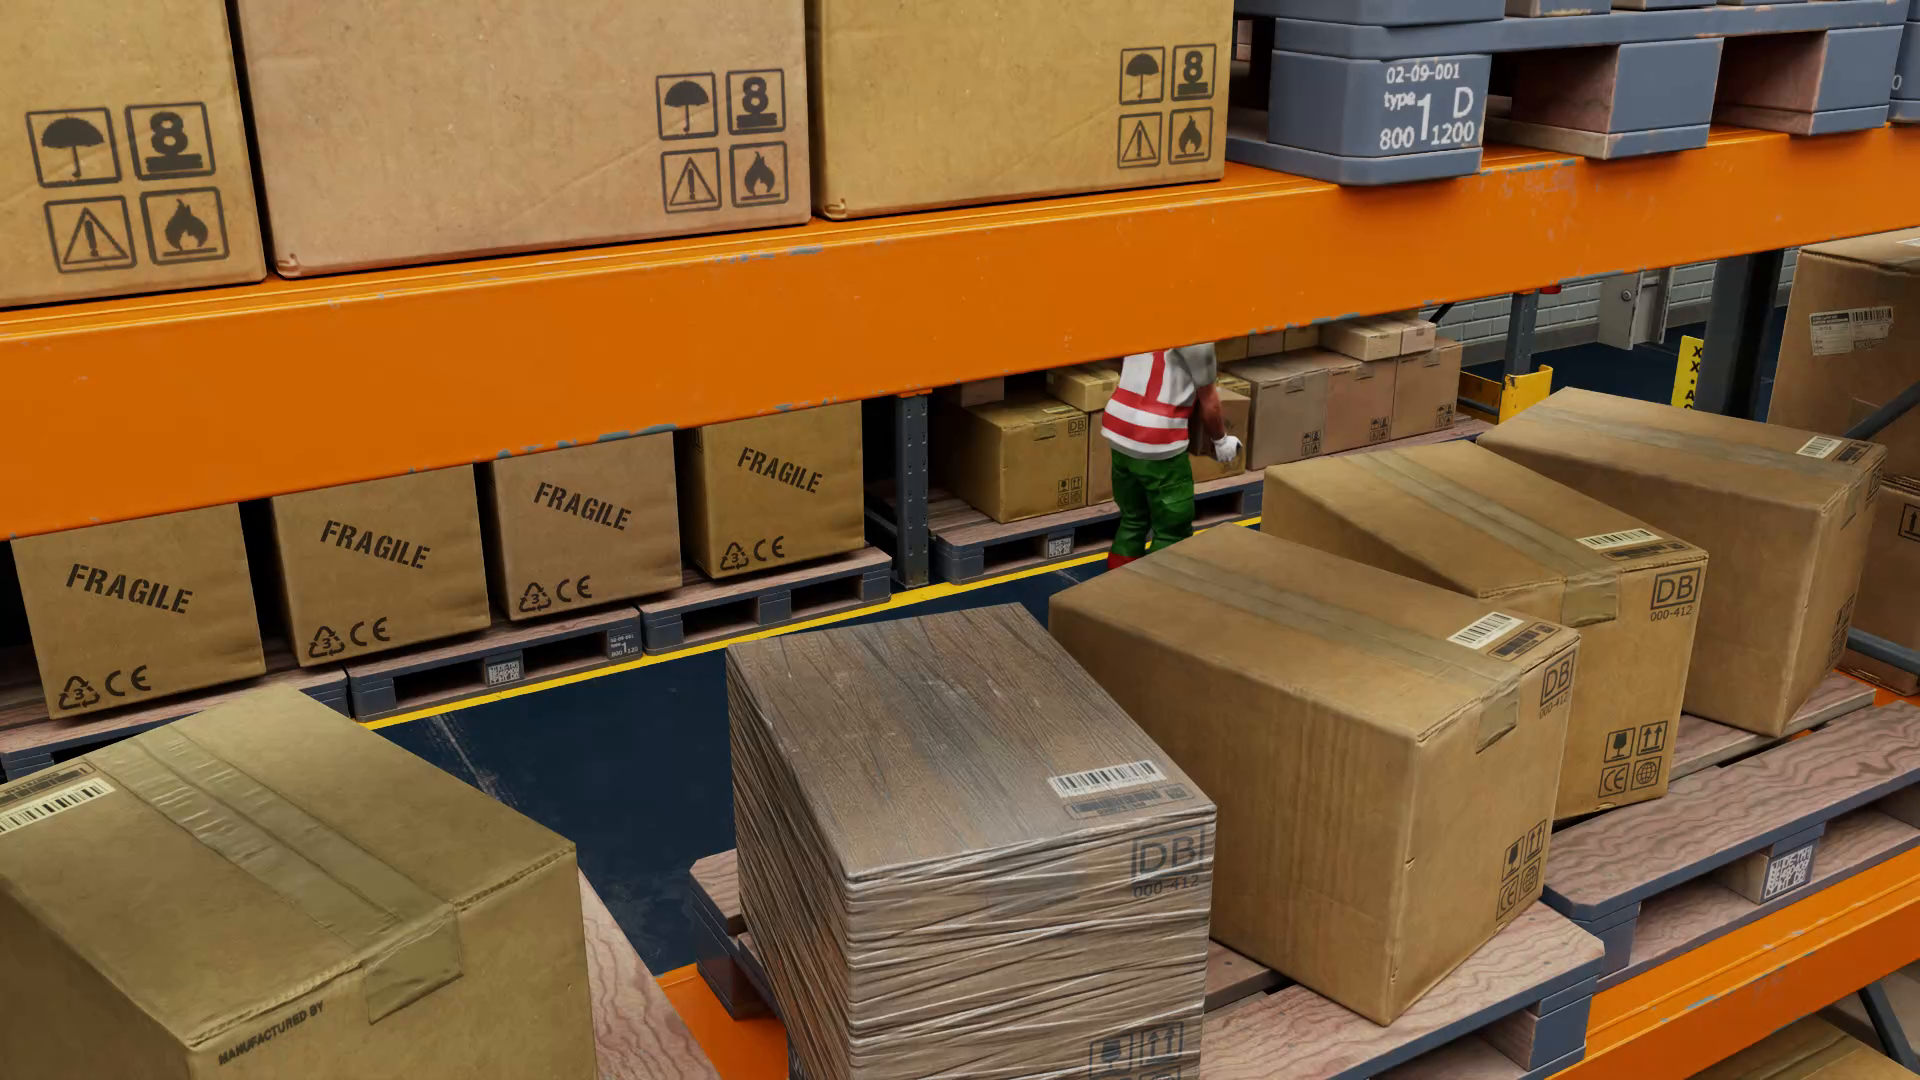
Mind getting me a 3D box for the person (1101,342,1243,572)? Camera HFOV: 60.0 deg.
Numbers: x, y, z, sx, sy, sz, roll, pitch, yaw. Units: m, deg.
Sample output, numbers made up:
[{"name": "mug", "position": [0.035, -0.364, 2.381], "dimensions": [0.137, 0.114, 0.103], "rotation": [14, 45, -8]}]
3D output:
[{"name": "person", "position": [0.902, -0.418, 7.149], "dimensions": [0.583, 1.760, 0.469], "rotation": [-13, 25, -29]}]
